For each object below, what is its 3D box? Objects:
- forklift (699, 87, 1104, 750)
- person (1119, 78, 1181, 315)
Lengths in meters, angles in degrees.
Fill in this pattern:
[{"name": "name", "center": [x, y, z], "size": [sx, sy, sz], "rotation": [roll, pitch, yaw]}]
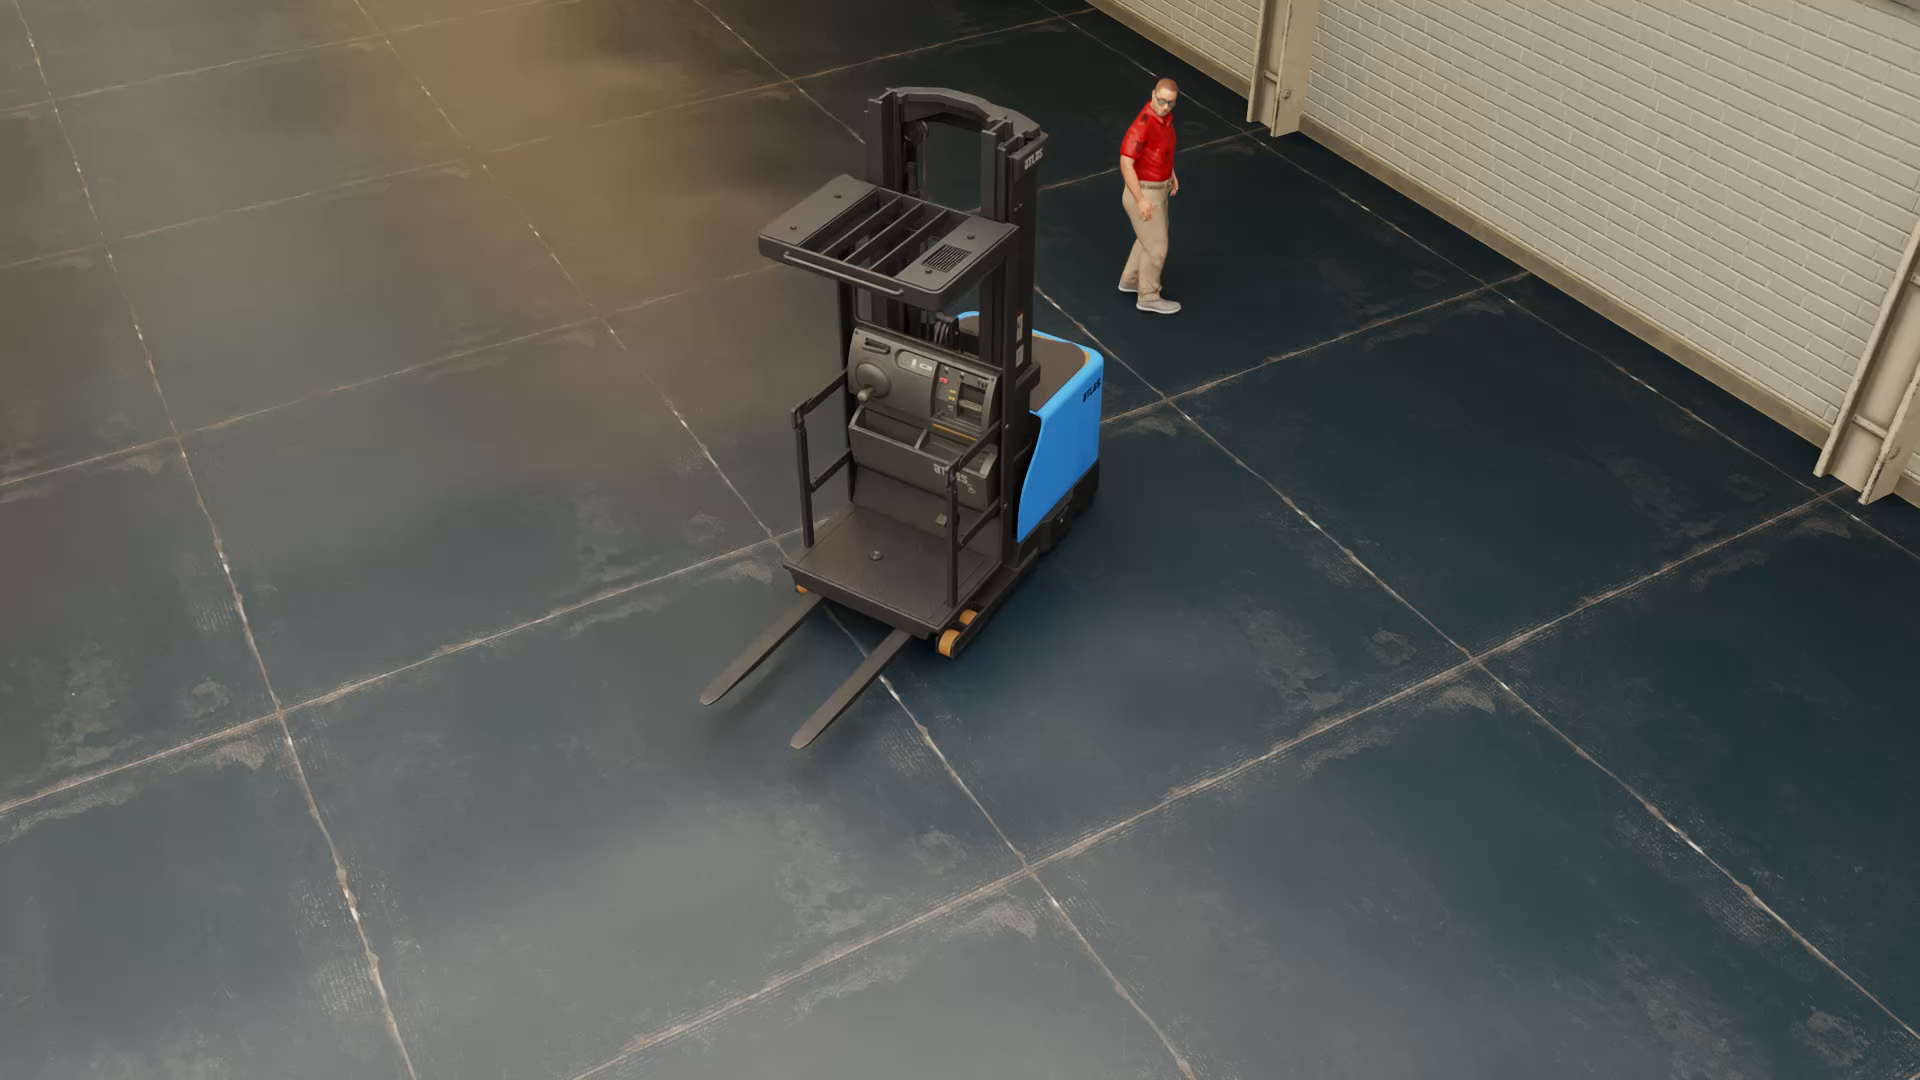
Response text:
[{"name": "forklift", "center": [-0.323, -0.797, 8.997], "size": [1.130, 2.935, 3.031], "rotation": [22, 44, 24]}, {"name": "person", "center": [1.435, -2.501, 12.009], "size": [0.520, 1.710, 0.749], "rotation": [10, 41, 12]}]
